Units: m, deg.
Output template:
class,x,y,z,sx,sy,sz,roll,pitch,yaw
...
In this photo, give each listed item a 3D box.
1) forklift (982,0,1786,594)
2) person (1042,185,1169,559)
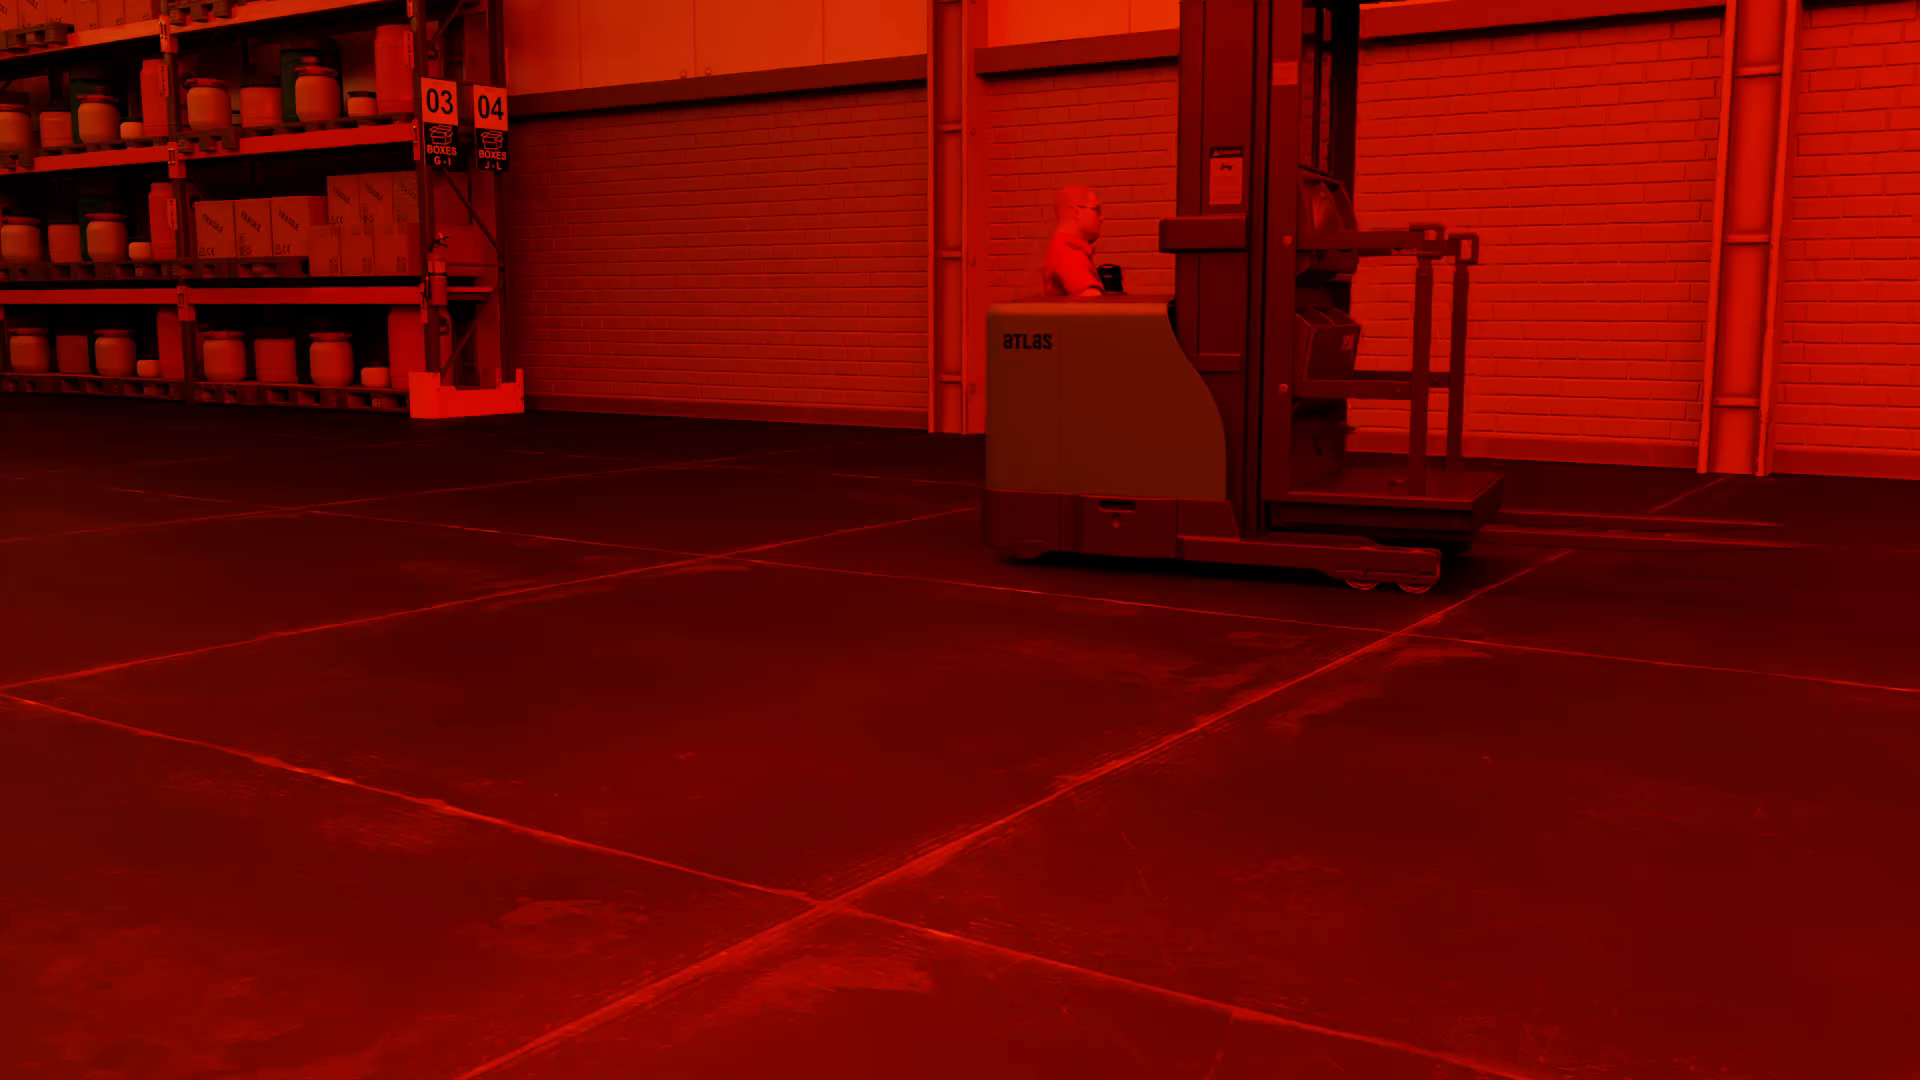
class,x,y,z,sx,sy,sz,roll,pitch,yaw
forklift,1.655,-1.335,6.582,3.031,2.935,1.130,4,9,24
person,0.690,-0.731,7.327,0.650,1.637,0.859,0,8,-2
